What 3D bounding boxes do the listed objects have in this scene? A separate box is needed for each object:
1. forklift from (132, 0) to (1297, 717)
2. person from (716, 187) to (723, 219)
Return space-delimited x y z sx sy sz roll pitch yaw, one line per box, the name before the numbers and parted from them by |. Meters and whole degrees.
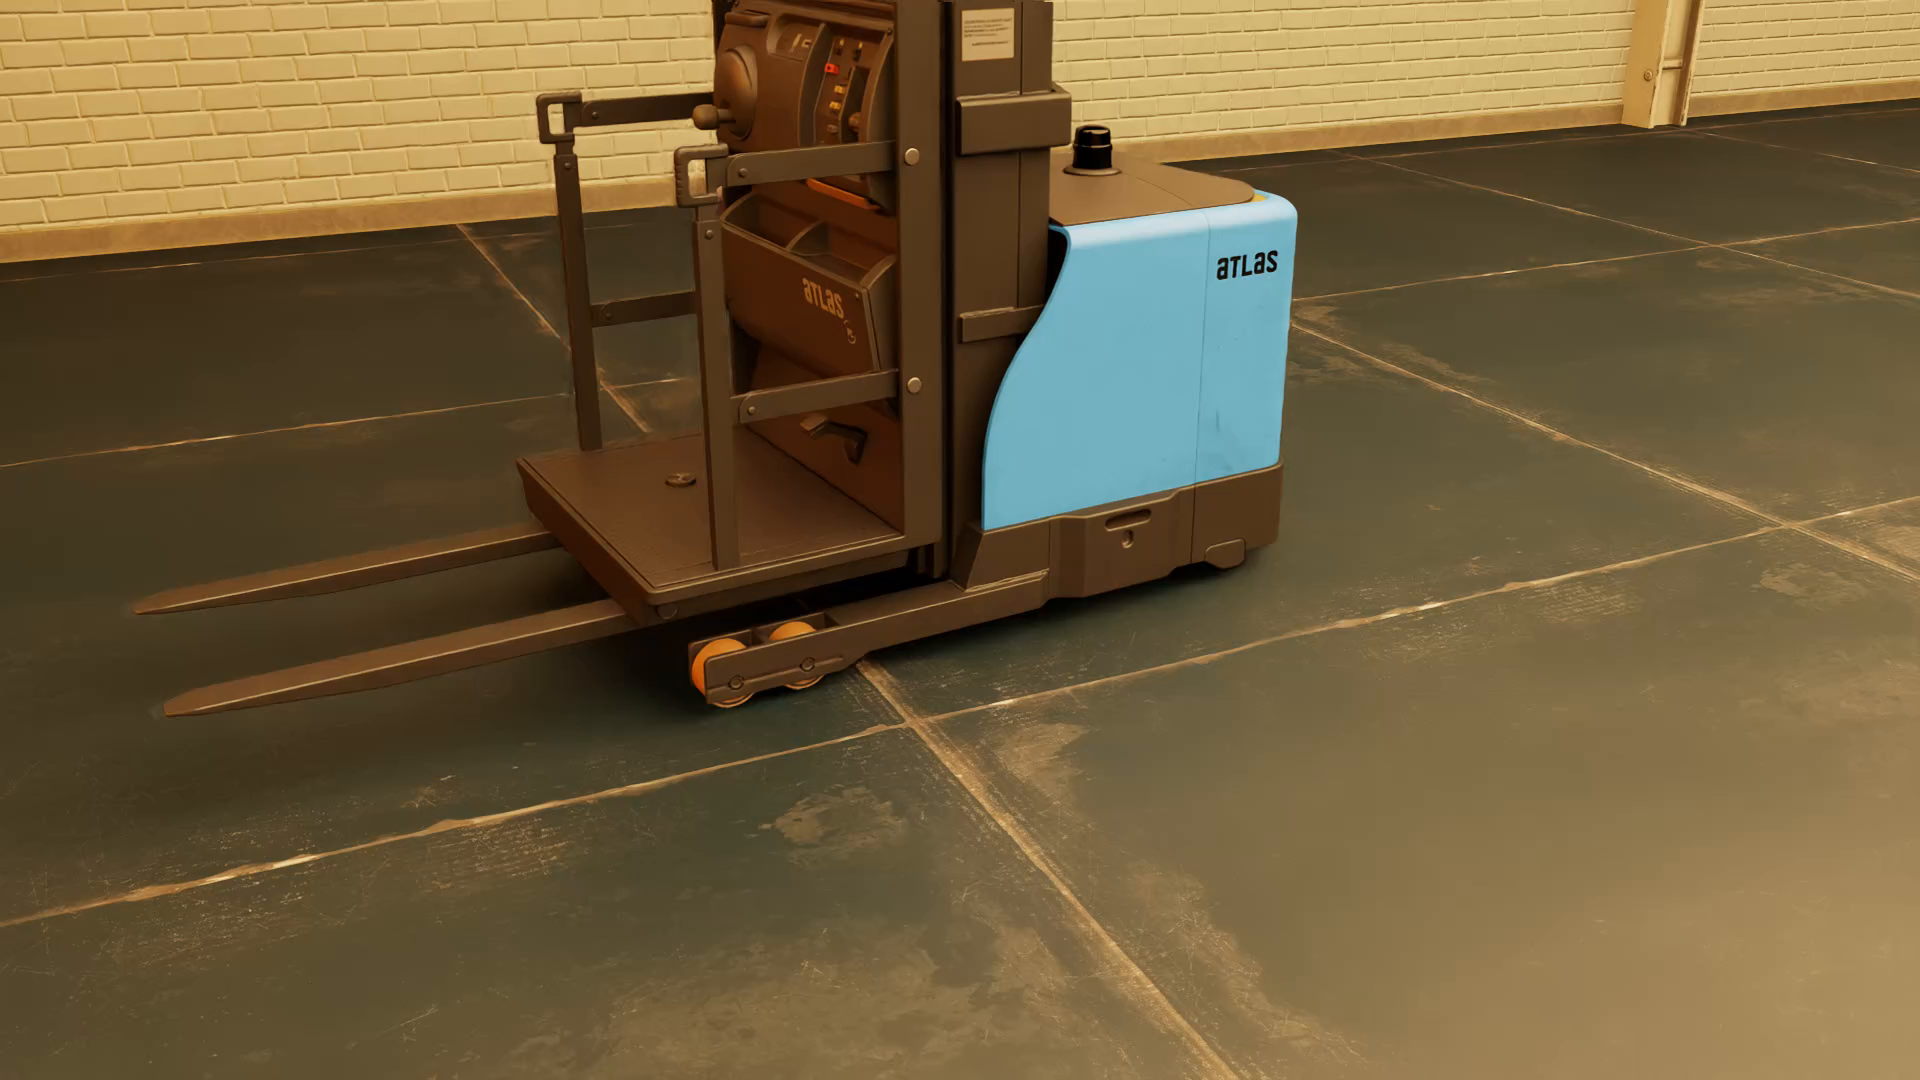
forklift | -0.586 -1.171 4.105 3.031 2.935 1.130 -13 26 -28
person | -0.519 -1.115 5.987 0.915 1.430 0.859 14 26 30
